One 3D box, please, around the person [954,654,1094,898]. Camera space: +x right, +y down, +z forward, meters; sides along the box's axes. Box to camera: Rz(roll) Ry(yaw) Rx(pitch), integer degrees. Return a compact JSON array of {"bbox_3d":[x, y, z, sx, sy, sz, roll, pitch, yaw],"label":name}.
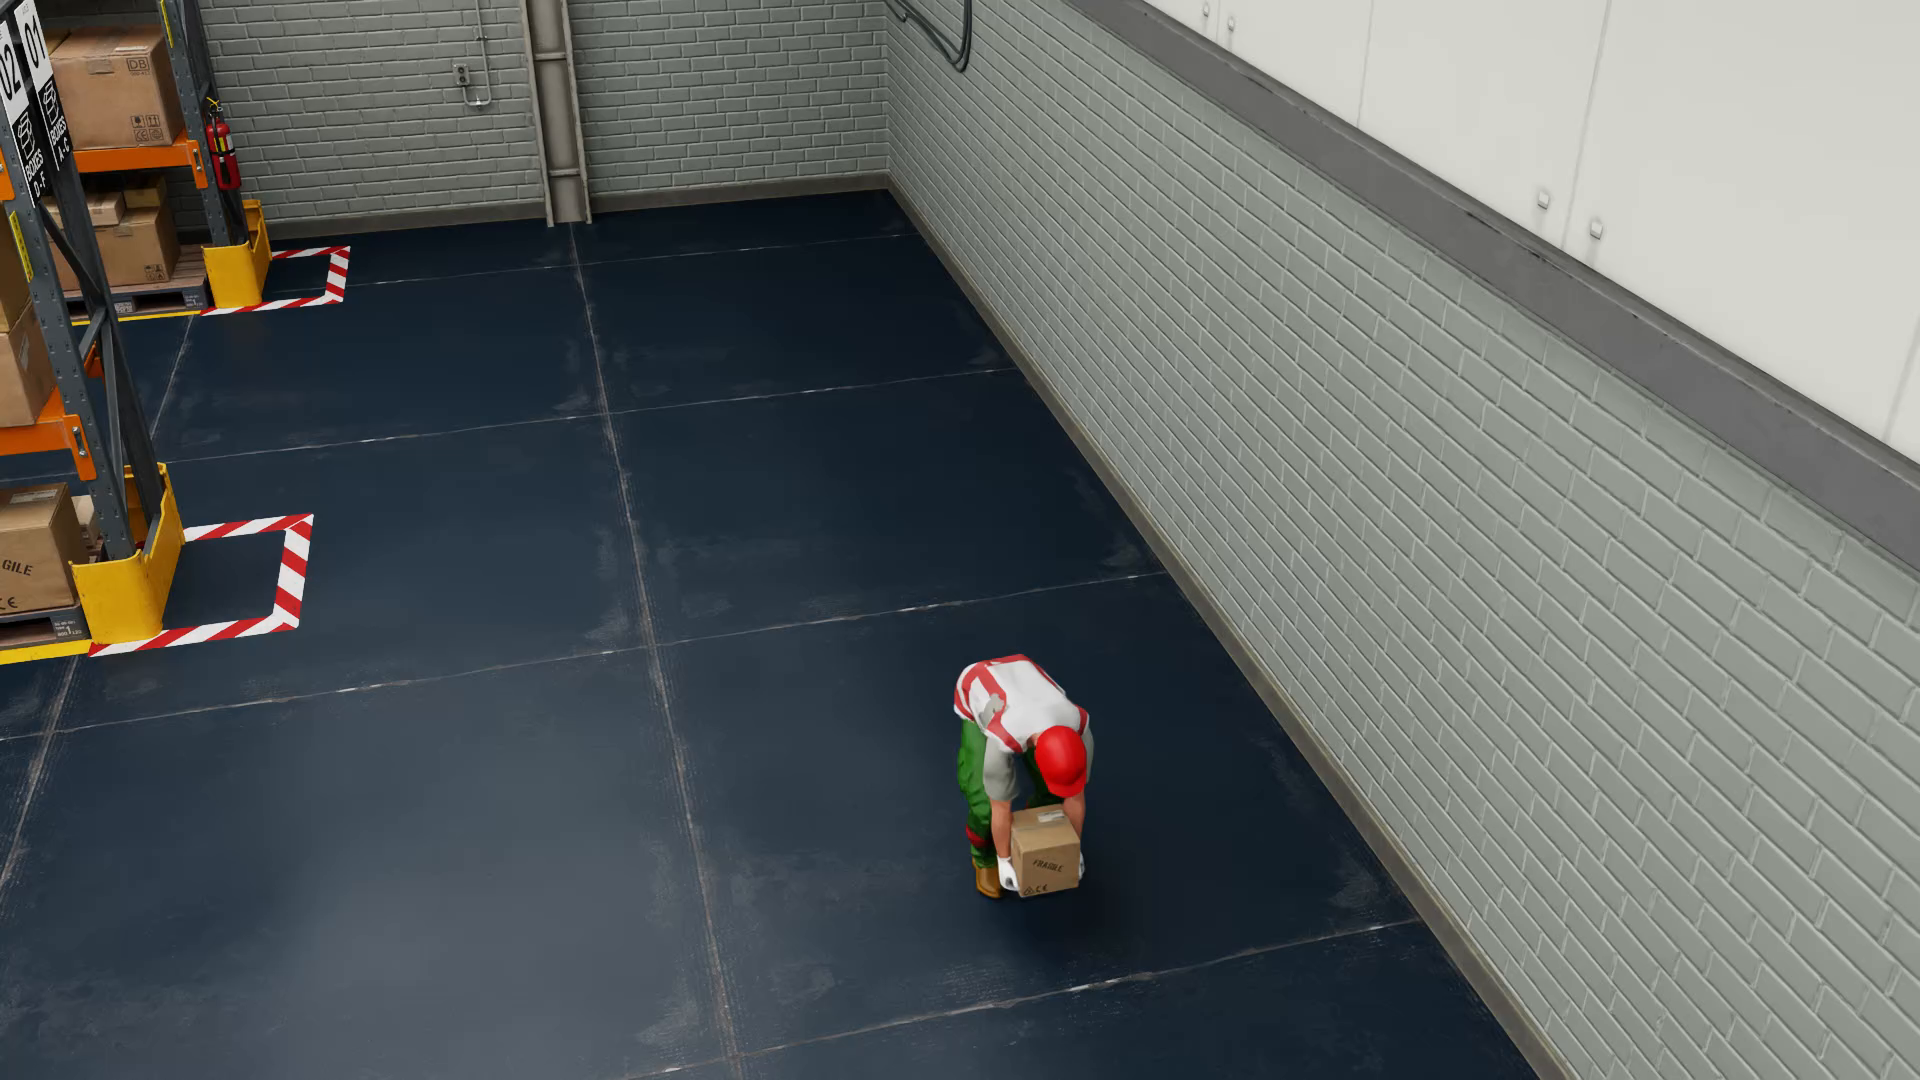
[{"bbox_3d":[0.281,1.063,7.025,0.517,1.136,0.950,-9,31,-16],"label":"person"}]
